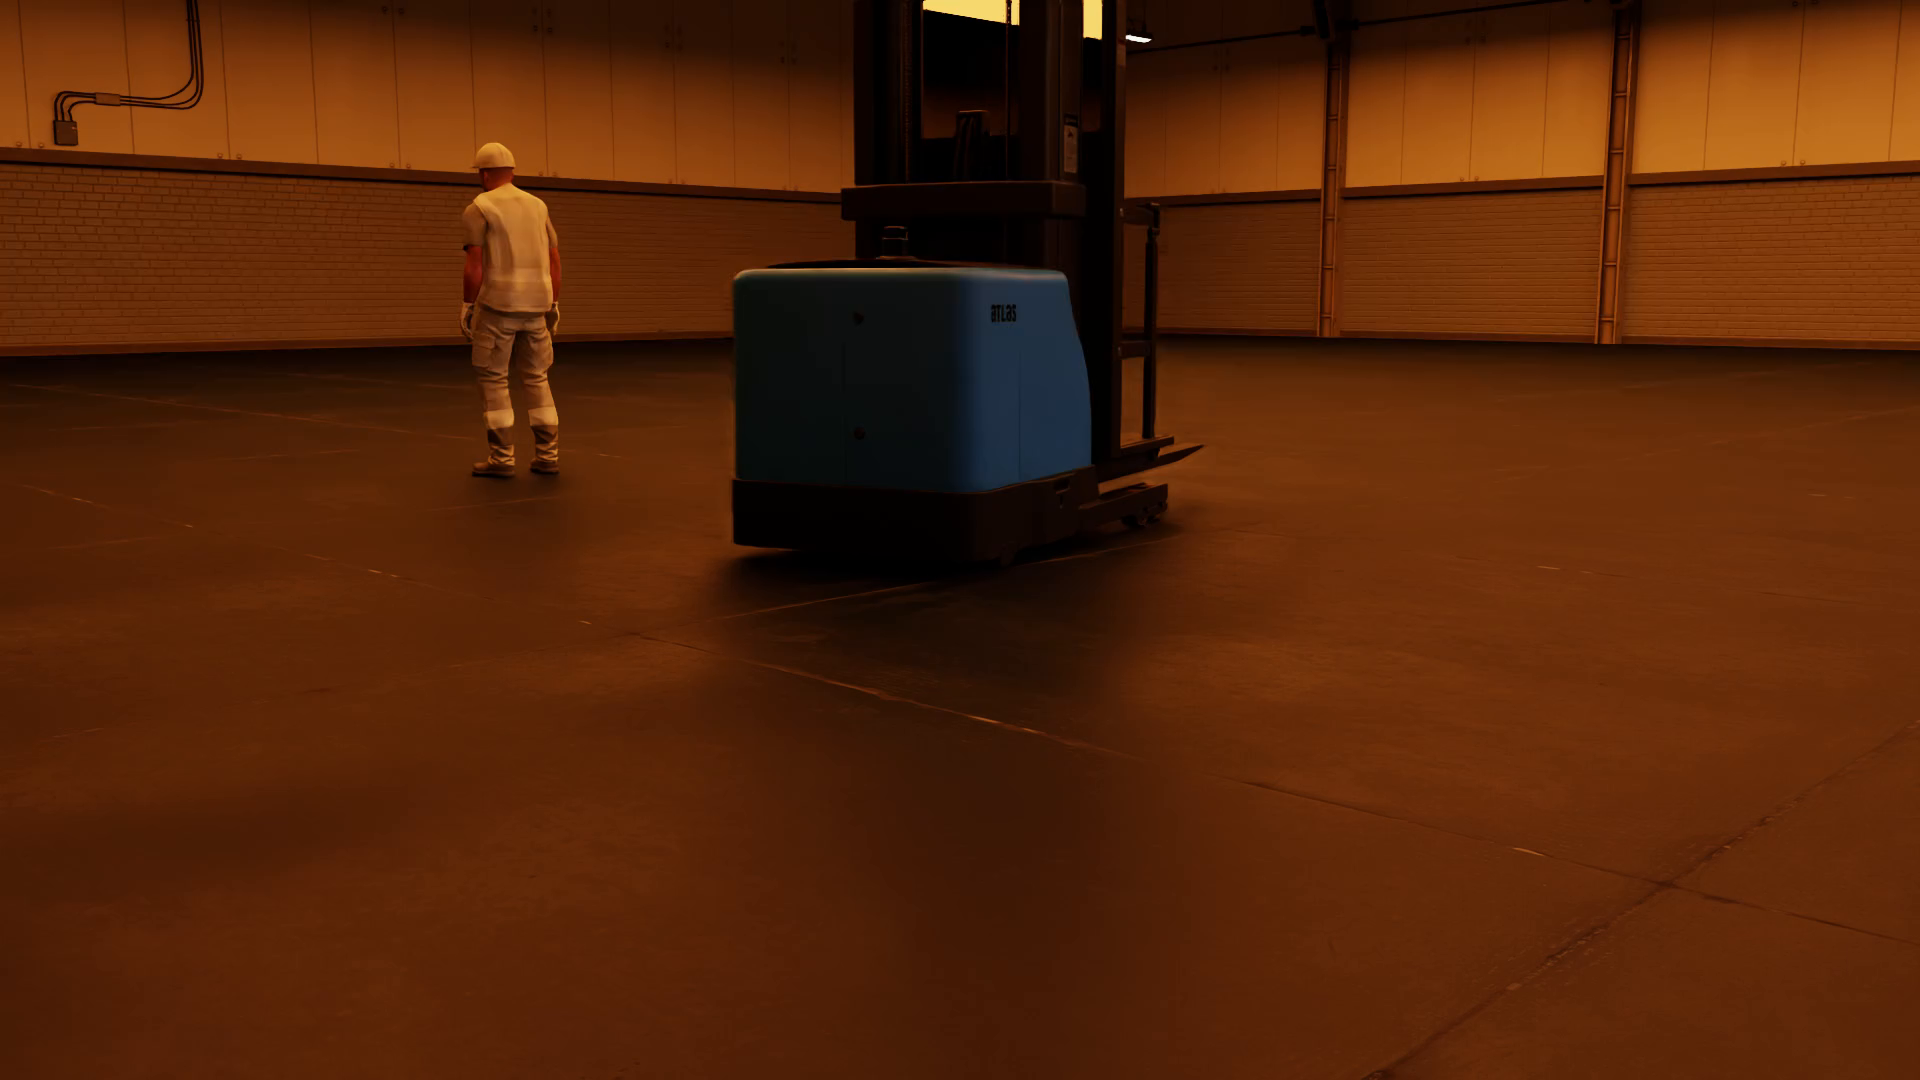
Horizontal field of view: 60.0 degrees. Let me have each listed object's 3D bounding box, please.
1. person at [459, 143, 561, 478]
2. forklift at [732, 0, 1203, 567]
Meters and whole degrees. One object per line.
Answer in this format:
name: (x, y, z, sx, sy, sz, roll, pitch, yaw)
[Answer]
person: (-2.430, -1.237, 8.979, 0.452, 1.777, 0.608, 8, 12, 44)
forklift: (0.260, -1.532, 7.050, 1.130, 2.935, 3.031, 4, 10, 26)
